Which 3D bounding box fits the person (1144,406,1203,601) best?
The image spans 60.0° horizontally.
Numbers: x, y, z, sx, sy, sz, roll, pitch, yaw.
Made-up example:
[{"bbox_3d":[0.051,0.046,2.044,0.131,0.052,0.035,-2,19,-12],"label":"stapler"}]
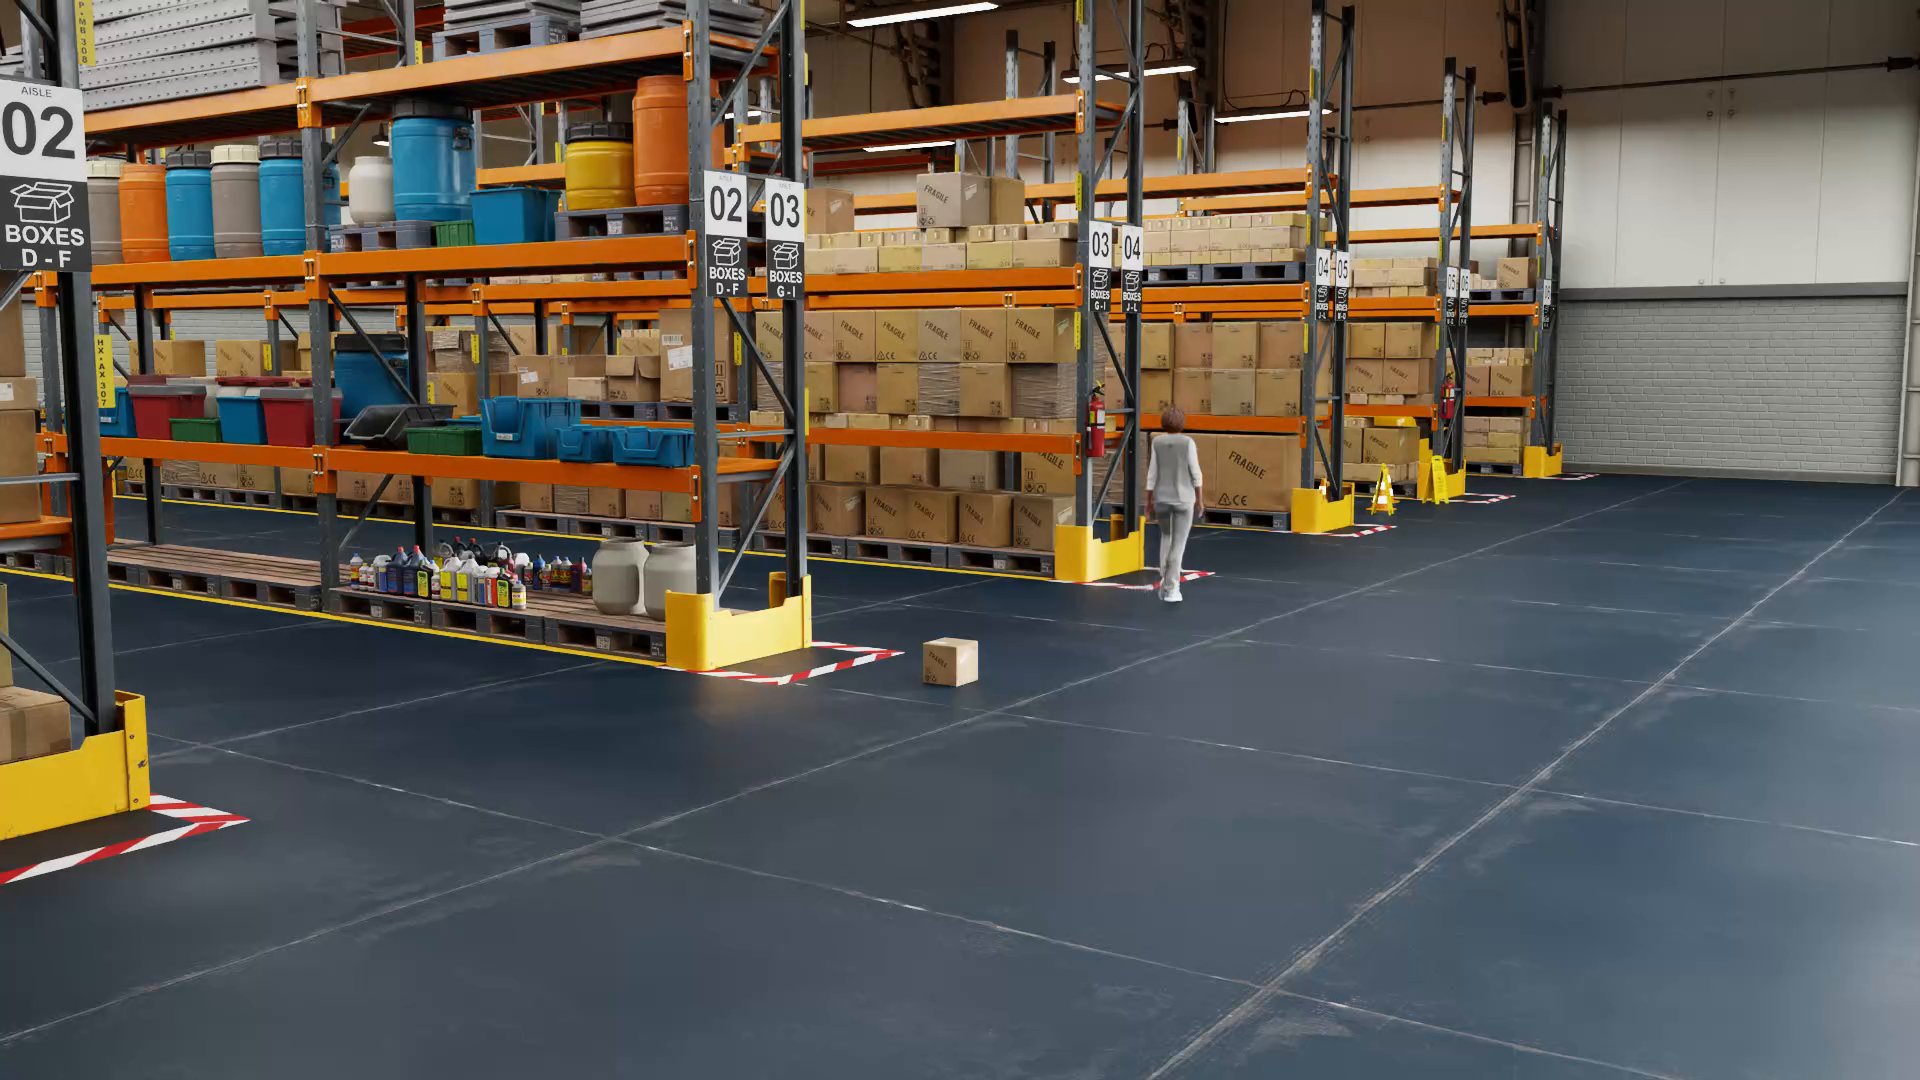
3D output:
[{"bbox_3d":[1.753,-0.285,13.550,0.456,1.617,0.466,4,7,28],"label":"person"}]
